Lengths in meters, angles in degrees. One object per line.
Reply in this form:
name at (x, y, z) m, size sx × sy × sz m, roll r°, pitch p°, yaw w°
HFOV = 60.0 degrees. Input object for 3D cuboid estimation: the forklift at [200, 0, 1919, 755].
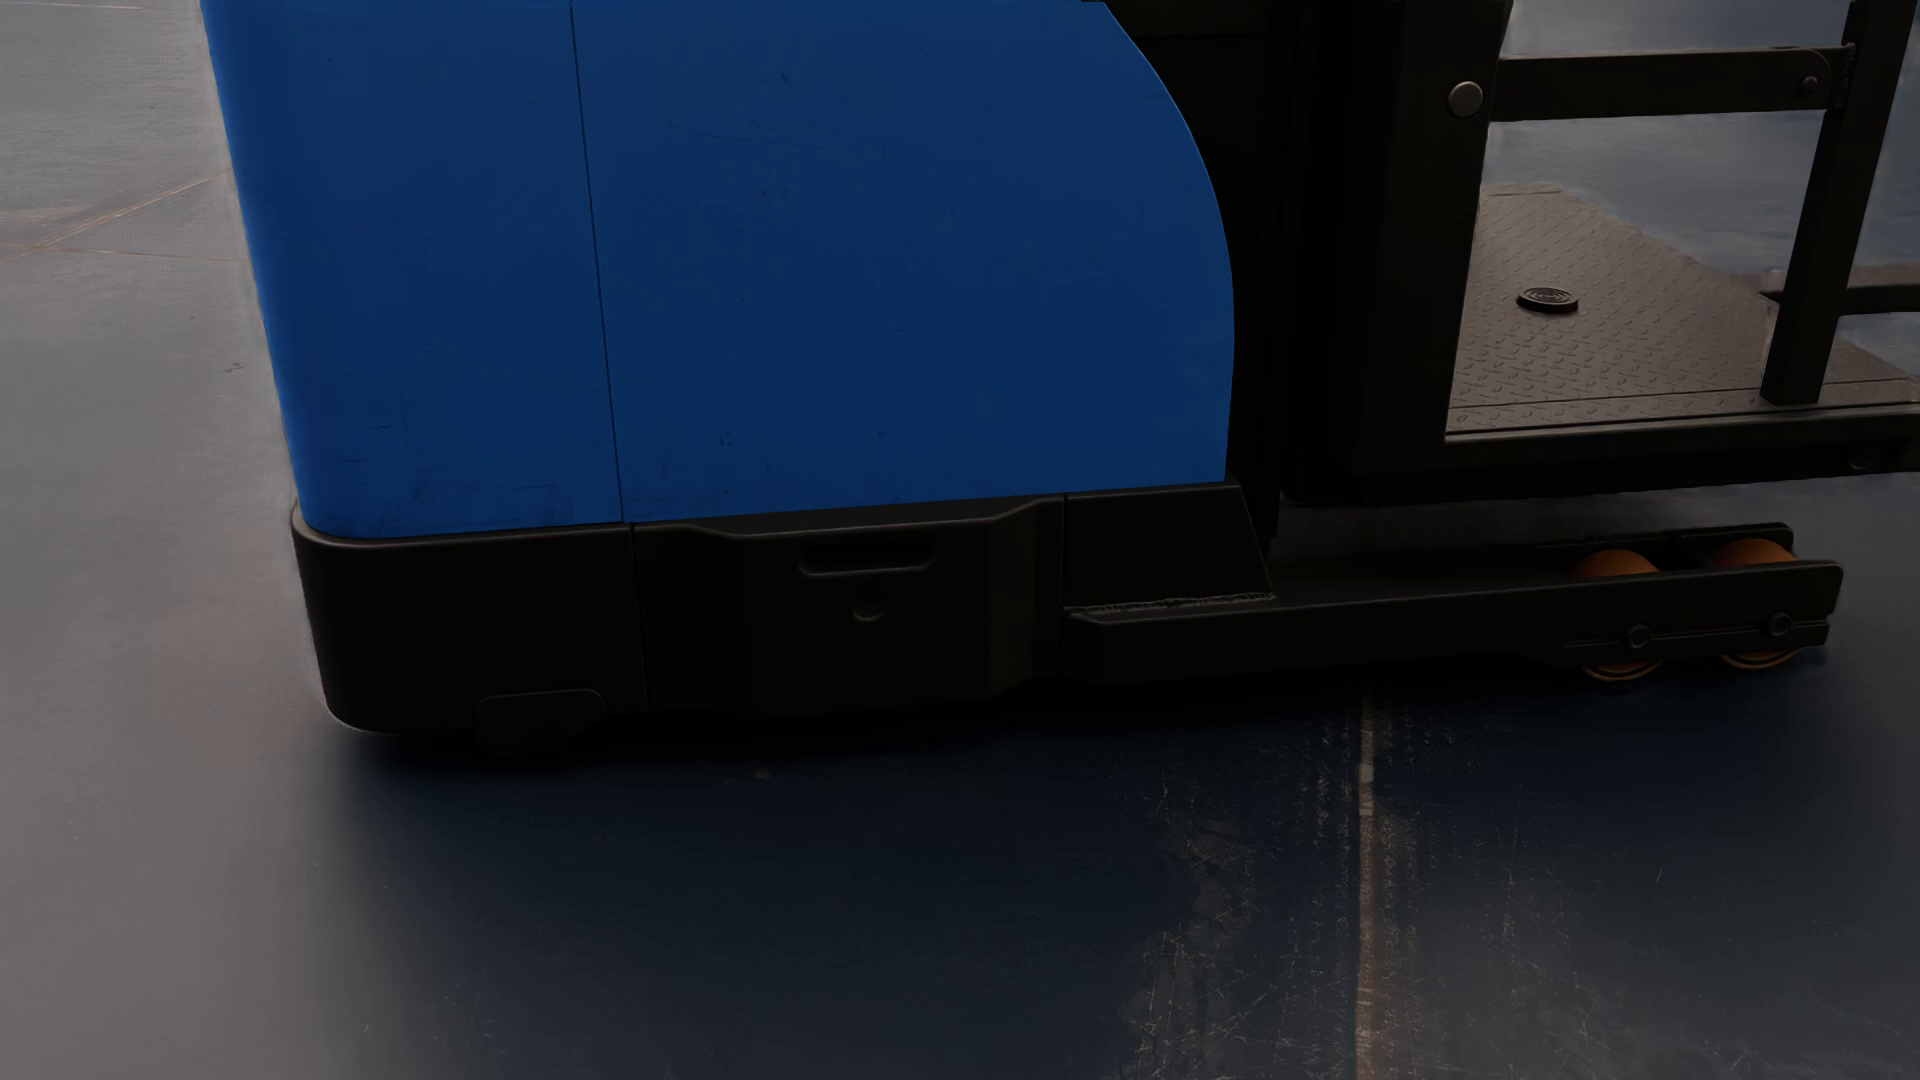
forklift at (0.675, -1.358, 1.938) m, size 3.031 × 2.935 × 1.130 m, roll -4°, pitch 27°, yaw -8°
